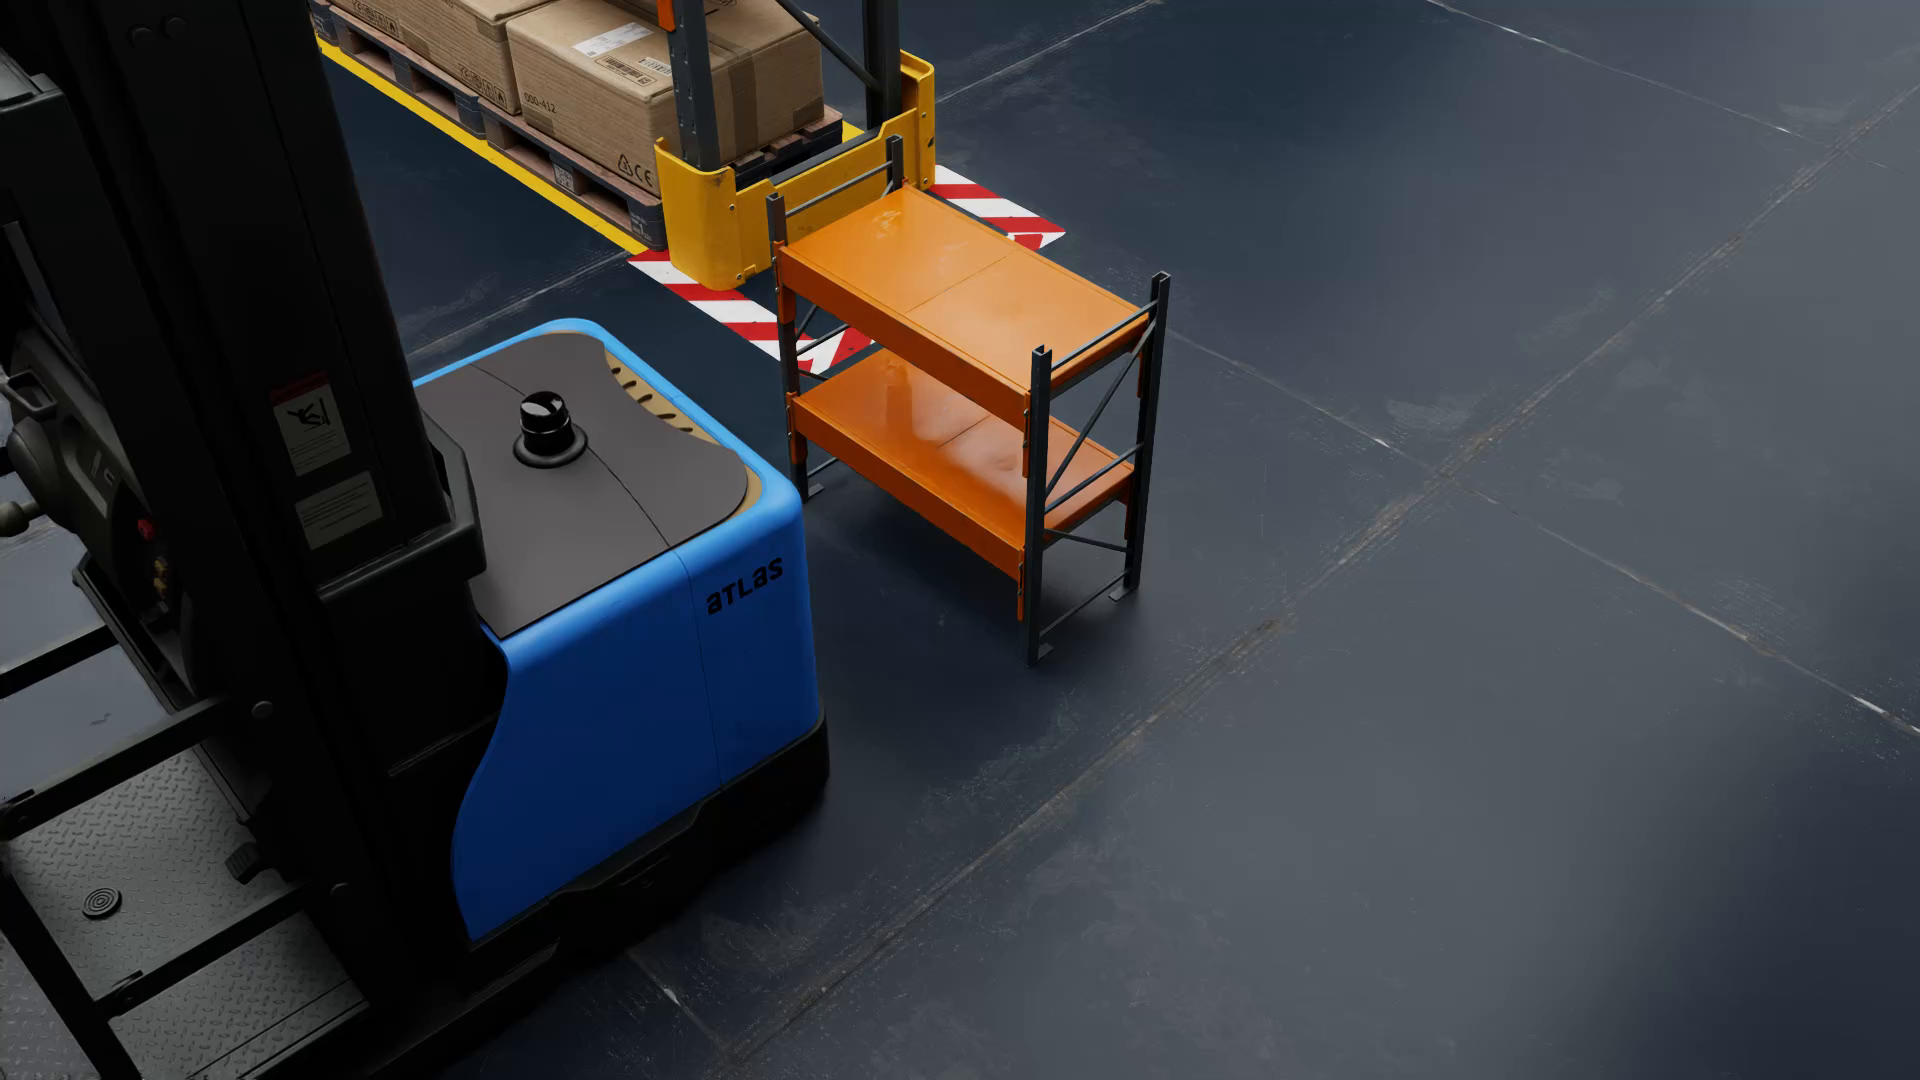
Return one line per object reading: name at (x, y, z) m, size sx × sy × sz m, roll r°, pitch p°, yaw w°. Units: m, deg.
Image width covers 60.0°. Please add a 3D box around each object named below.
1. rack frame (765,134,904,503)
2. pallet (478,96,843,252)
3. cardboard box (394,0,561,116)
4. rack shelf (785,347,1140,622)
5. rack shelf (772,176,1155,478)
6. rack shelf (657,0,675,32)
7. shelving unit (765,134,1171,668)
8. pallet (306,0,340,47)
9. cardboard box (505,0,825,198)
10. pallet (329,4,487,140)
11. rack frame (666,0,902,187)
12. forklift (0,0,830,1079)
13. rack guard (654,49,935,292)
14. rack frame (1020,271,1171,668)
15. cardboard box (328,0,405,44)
rack frame at (-0.354, -0.654, 5.129) m, size 0.500 × 1.125 × 0.032 m, roll -34°, pitch 53°, yaw -31°
pallet at (-1.247, -1.714, 6.950) m, size 1.003 × 0.211 × 1.213 m, roll -34°, pitch 53°, yaw -31°
cardboard box at (-1.816, -2.310, 7.118) m, size 0.875 × 0.438 × 0.875 m, roll -33°, pitch 52°, yaw -30°
rack shelf at (0.005, -0.230, 5.031) m, size 0.538 × 0.278 × 1.000 m, roll -34°, pitch 53°, yaw -31°
rack shelf at (0.005, -0.625, 4.666) m, size 0.538 × 0.278 × 1.000 m, roll -34°, pitch 53°, yaw -31°
rack shelf at (-2.039, -3.089, 6.912) m, size 1.077 × 0.370 × 4.000 m, roll -34°, pitch 53°, yaw -31°
shelving unit at (0.005, -0.410, 4.865) m, size 0.538 × 1.125 × 1.048 m, roll -34°, pitch 53°, yaw -31°
pallet at (-2.970, -2.887, 8.219) m, size 1.003 × 0.211 × 1.213 m, roll -34°, pitch 53°, yaw -31°
cardboard box at (-1.163, -1.874, 6.647) m, size 0.875 × 0.438 × 0.875 m, roll 32°, pitch 52°, yaw 30°
pallet at (-2.104, -2.301, 7.584) m, size 1.003 × 0.211 × 1.213 m, roll -34°, pitch 53°, yaw -31°
rack frame at (-0.626, -2.392, 5.628) m, size 1.000 × 3.000 × 0.127 m, roll -34°, pitch 53°, yaw -31°
forklift at (-1.791, 0.013, 3.076) m, size 3.031 × 2.935 × 1.130 m, roll -31°, pitch 51°, yaw -29°
rack guard at (-0.610, -1.462, 6.464) m, size 1.175 × 0.500 × 0.348 m, roll -34°, pitch 53°, yaw -31°
rack frame at (0.364, -0.166, 4.600) m, size 0.500 × 1.125 × 0.032 m, roll -34°, pitch 53°, yaw -31°
cardboard box at (-2.451, -2.744, 7.588) m, size 0.875 × 0.438 × 0.875 m, roll 33°, pitch 52°, yaw 30°
